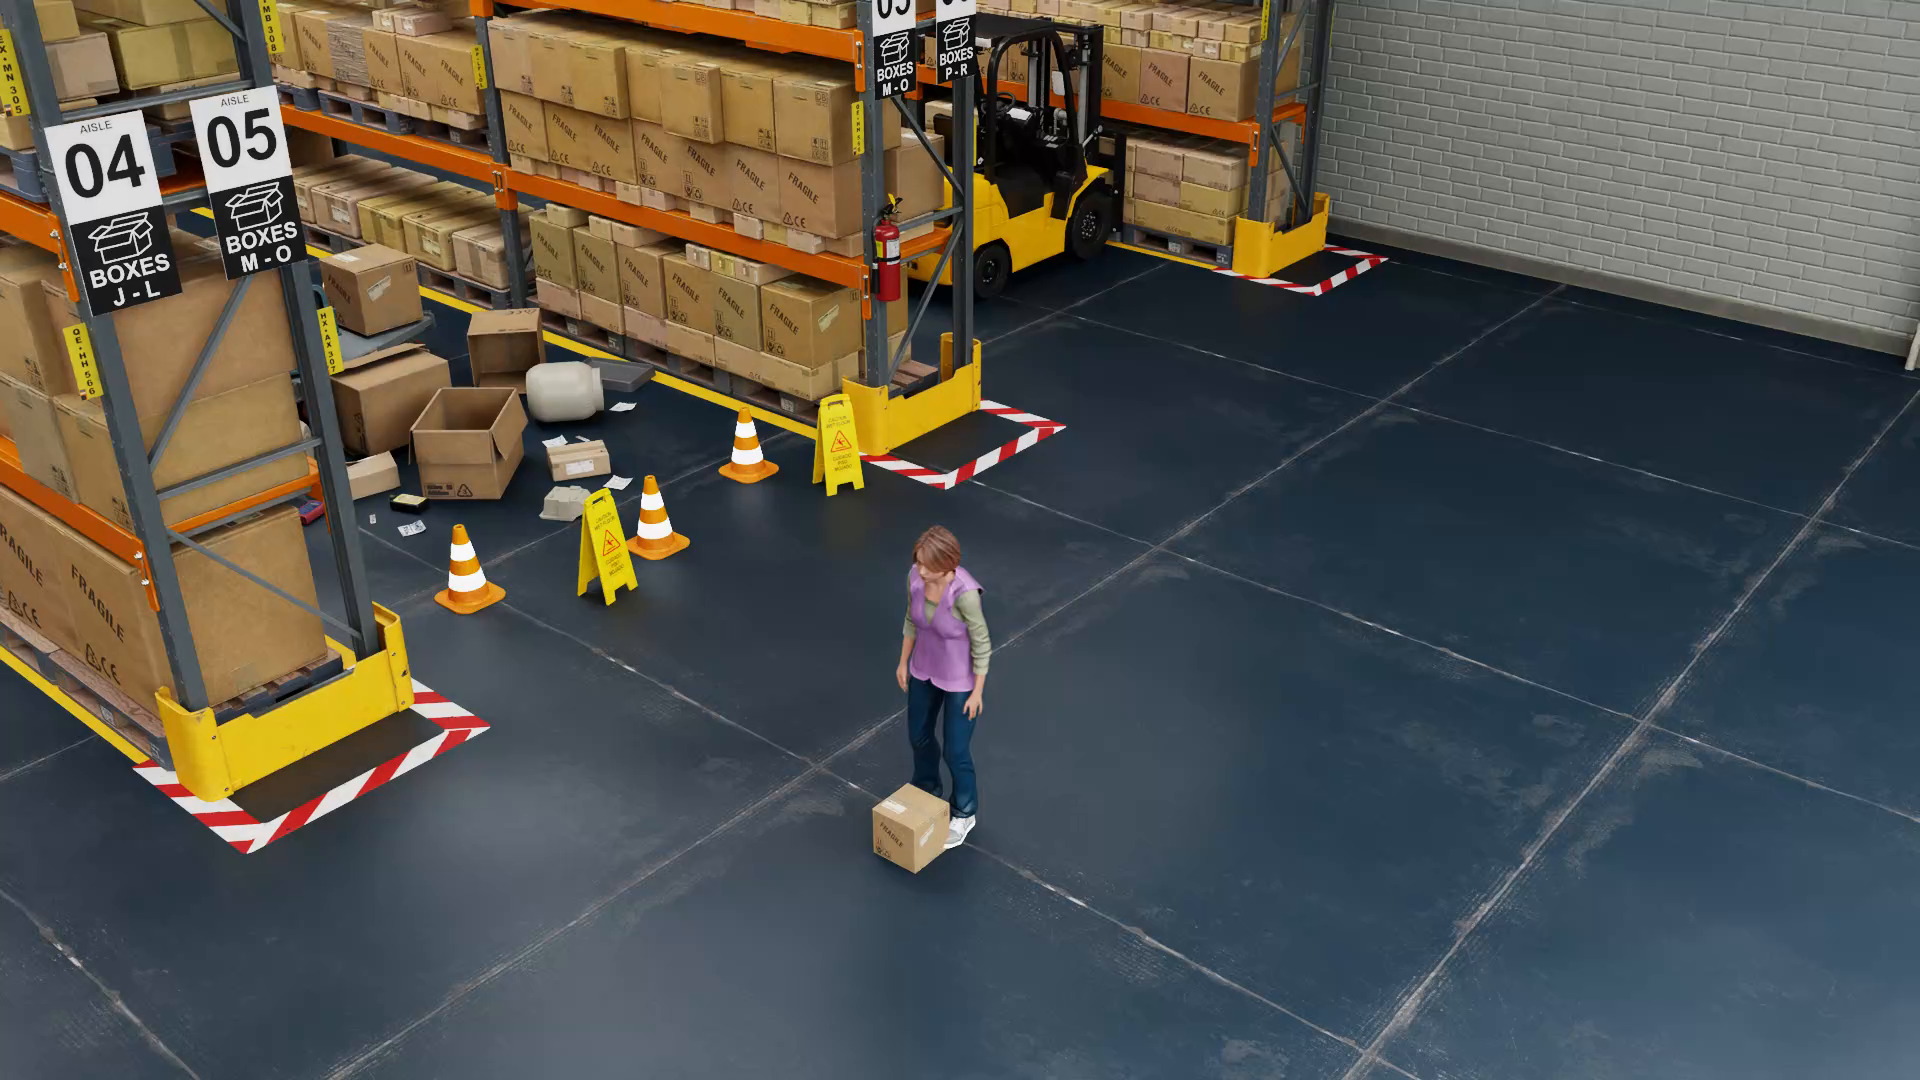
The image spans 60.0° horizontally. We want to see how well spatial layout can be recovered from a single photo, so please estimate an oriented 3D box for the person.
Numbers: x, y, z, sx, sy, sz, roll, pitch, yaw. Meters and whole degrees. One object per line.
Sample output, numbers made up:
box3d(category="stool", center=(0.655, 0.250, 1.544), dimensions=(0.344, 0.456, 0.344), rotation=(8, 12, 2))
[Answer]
box3d(category="person", center=(-0.076, 0.631, 7.433), dimensions=(0.473, 1.592, 0.349), rotation=(20, 34, 33))
